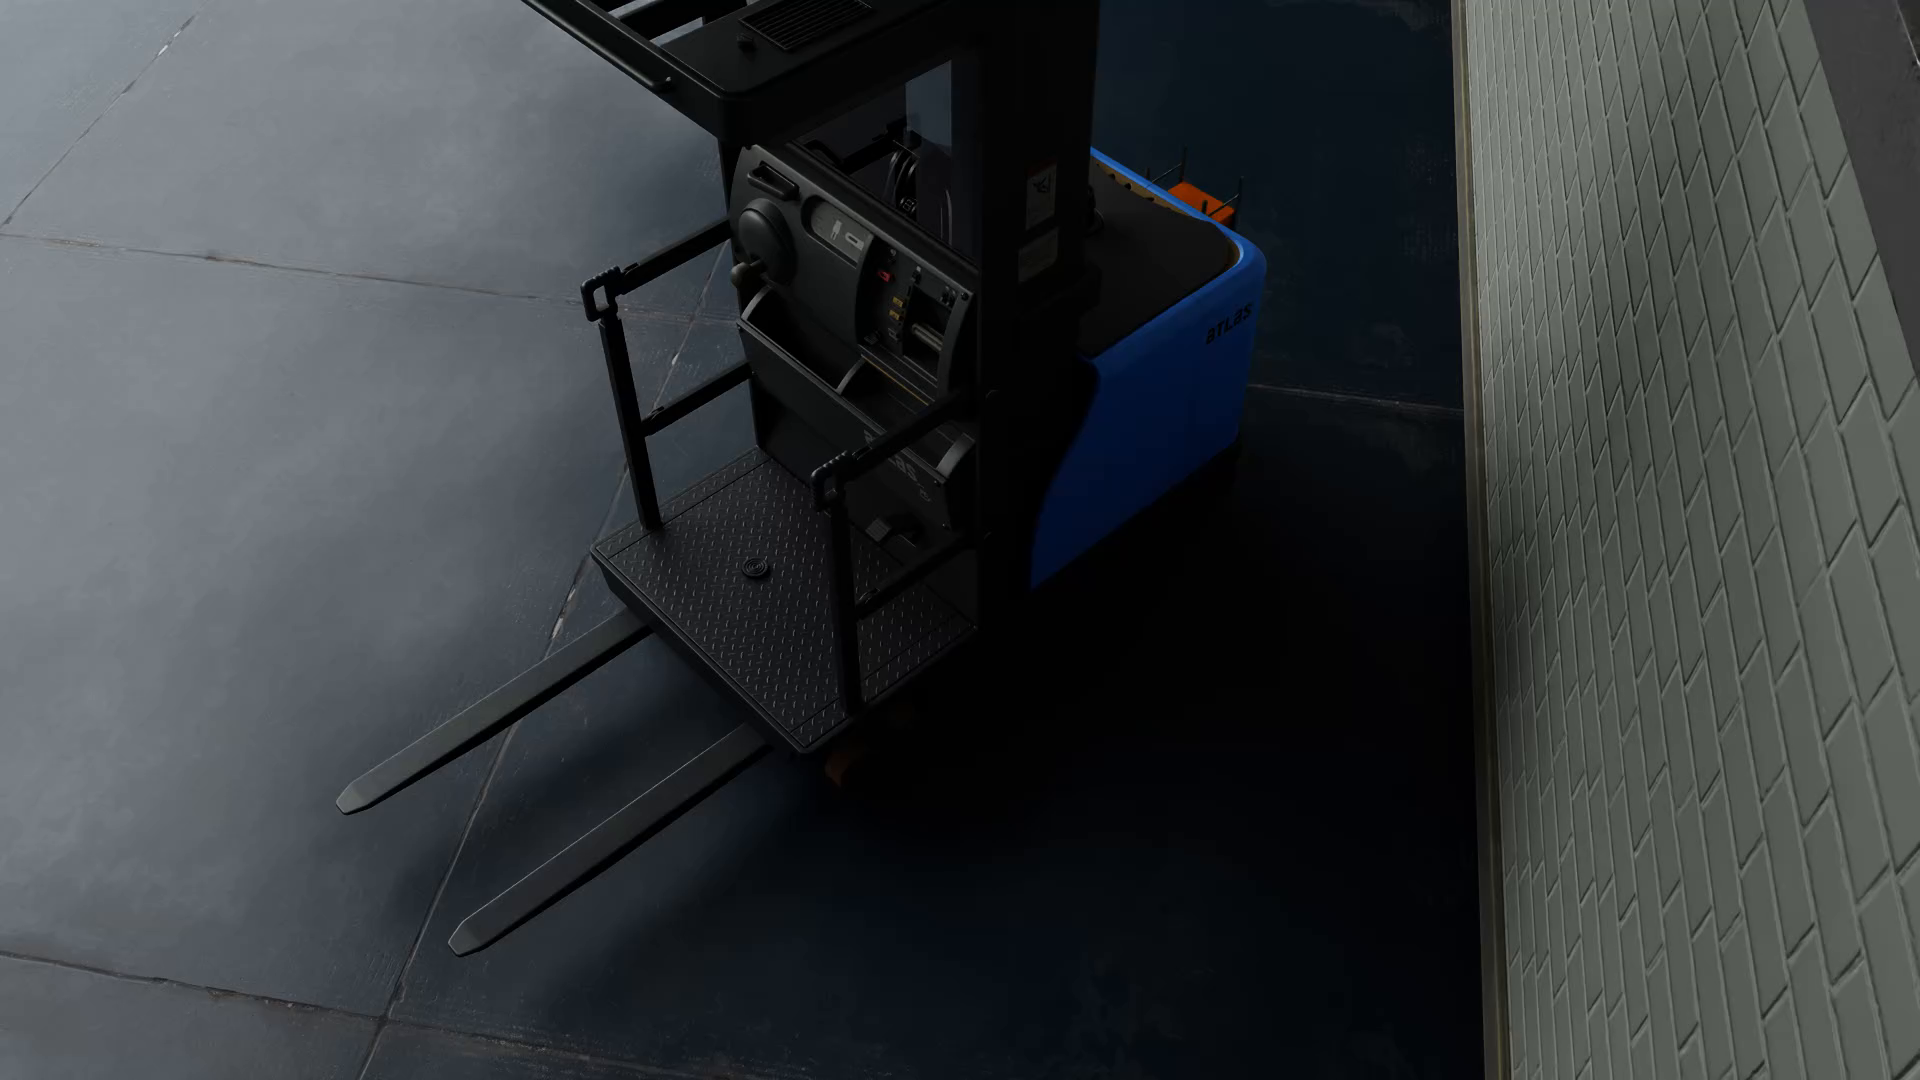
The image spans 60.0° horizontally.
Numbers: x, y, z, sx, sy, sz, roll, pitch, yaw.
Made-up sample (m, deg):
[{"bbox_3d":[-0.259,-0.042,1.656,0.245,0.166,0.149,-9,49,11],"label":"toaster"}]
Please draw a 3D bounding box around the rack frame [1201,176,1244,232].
[{"bbox_3d":[0.849,-0.778,5.743,0.200,1.050,0.008,-35,57,-28],"label":"rack frame"}]

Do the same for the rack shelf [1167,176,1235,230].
[{"bbox_3d":[0.764,-1.026,5.599,0.215,0.259,0.240,-35,57,-28],"label":"rack shelf"}]

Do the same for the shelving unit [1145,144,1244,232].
[{"bbox_3d":[0.764,-0.844,5.802,0.215,1.050,0.252,-35,57,-28],"label":"shelving unit"}]

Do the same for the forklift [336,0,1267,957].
[{"bbox_3d":[-0.460,-0.662,4.374,3.031,2.935,1.130,-35,57,-27],"label":"forklift"}]

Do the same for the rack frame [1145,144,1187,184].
[{"bbox_3d":[0.680,-0.909,5.861,0.200,1.050,0.008,-35,57,-28],"label":"rack frame"}]
